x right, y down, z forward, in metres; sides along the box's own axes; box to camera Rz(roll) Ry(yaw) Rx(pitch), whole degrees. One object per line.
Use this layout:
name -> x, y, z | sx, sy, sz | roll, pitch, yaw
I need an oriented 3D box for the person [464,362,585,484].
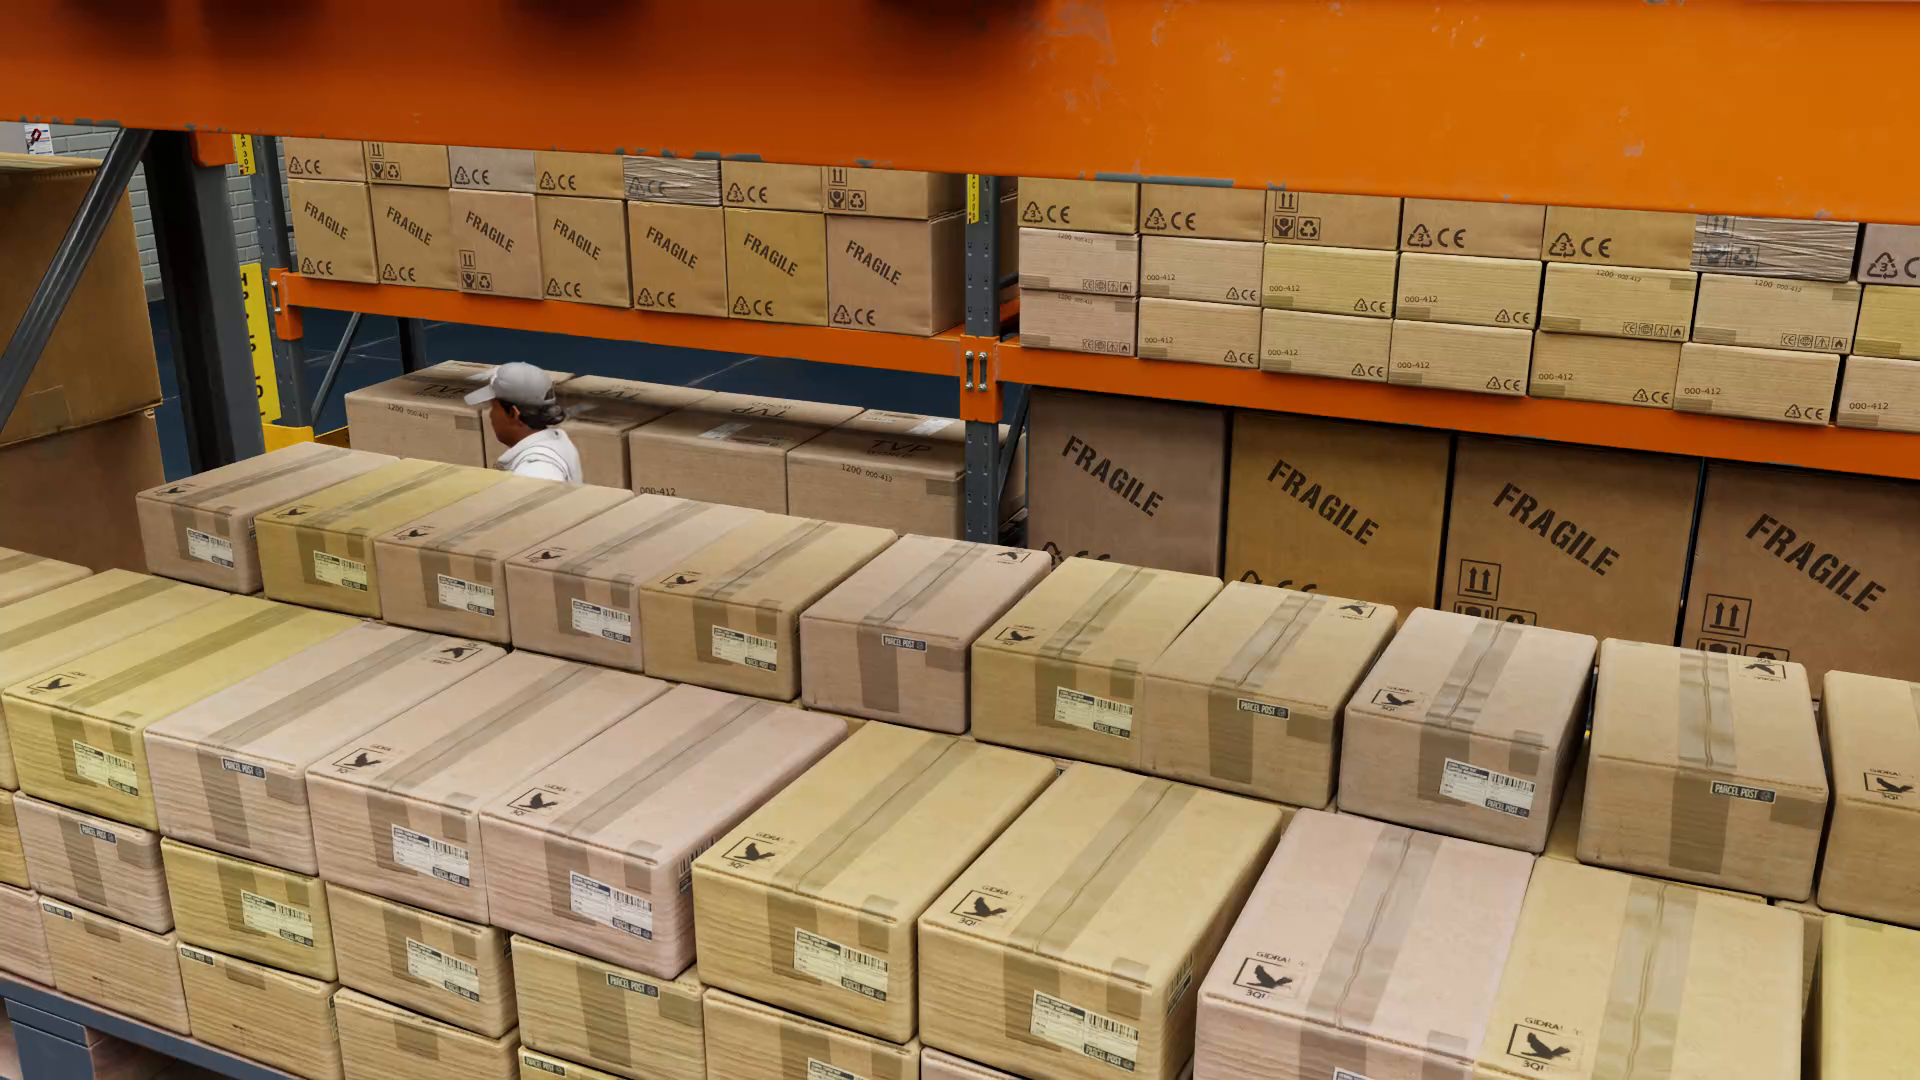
person -> -1.248, 0.251, 5.350 | 0.558, 1.656, 0.560 | -3, 19, -8
